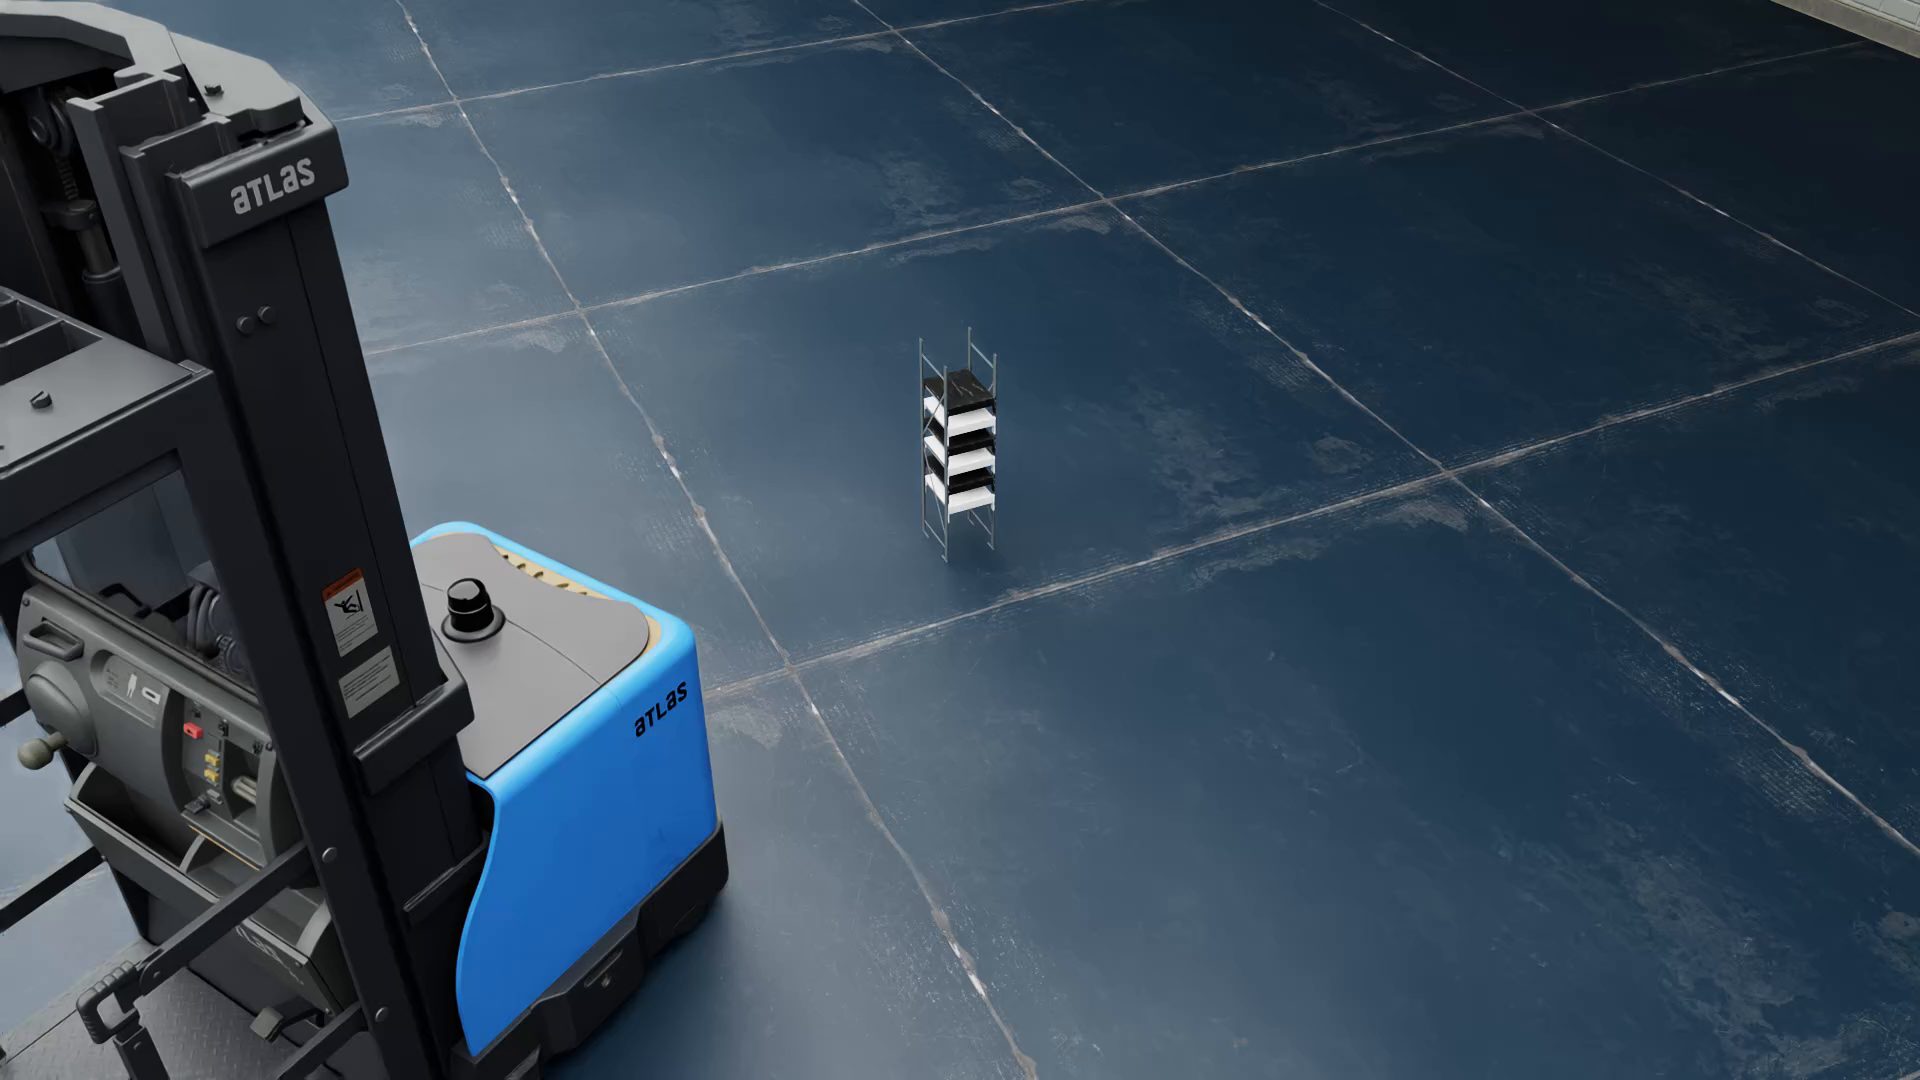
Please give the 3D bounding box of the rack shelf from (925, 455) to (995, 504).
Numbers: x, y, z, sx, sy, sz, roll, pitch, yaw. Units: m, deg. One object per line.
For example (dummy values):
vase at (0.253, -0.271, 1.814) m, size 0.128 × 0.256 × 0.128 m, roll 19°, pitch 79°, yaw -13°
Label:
rack shelf at (-0.007, -0.260, 6.553) m, size 0.200 × 0.077 × 0.258 m, roll -16°, pitch 39°, yaw -20°

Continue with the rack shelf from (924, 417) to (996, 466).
rack shelf at (-0.007, -0.405, 6.445) m, size 0.200 × 0.077 × 0.258 m, roll -16°, pitch 39°, yaw -20°

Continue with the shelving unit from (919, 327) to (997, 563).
shelving unit at (-0.007, -0.359, 6.479) m, size 0.210 × 0.900 × 0.258 m, roll -16°, pitch 39°, yaw -20°

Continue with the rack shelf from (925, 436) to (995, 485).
rack shelf at (-0.007, -0.333, 6.499) m, size 0.200 × 0.077 × 0.258 m, roll -16°, pitch 39°, yaw -20°

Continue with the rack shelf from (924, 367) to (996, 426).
rack shelf at (-0.007, -0.549, 6.338) m, size 0.200 × 0.077 × 0.258 m, roll -16°, pitch 39°, yaw -20°

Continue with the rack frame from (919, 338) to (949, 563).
rack frame at (-0.099, -0.334, 6.444) m, size 0.006 × 0.900 × 0.240 m, roll -16°, pitch 39°, yaw -20°

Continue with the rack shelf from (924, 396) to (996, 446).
rack shelf at (-0.007, -0.477, 6.392) m, size 0.200 × 0.077 × 0.258 m, roll -16°, pitch 39°, yaw -20°

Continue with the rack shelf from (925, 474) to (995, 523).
rack shelf at (-0.007, -0.188, 6.606) m, size 0.200 × 0.077 × 0.258 m, roll -16°, pitch 39°, yaw -20°

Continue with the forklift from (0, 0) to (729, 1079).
forklift at (-1.958, 0.495, 3.623) m, size 1.130 × 2.935 × 3.031 m, roll 22°, pitch 42°, yaw 26°

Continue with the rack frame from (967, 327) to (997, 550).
rack frame at (0.085, -0.385, 6.514) m, size 0.006 × 0.900 × 0.240 m, roll -16°, pitch 39°, yaw -20°
